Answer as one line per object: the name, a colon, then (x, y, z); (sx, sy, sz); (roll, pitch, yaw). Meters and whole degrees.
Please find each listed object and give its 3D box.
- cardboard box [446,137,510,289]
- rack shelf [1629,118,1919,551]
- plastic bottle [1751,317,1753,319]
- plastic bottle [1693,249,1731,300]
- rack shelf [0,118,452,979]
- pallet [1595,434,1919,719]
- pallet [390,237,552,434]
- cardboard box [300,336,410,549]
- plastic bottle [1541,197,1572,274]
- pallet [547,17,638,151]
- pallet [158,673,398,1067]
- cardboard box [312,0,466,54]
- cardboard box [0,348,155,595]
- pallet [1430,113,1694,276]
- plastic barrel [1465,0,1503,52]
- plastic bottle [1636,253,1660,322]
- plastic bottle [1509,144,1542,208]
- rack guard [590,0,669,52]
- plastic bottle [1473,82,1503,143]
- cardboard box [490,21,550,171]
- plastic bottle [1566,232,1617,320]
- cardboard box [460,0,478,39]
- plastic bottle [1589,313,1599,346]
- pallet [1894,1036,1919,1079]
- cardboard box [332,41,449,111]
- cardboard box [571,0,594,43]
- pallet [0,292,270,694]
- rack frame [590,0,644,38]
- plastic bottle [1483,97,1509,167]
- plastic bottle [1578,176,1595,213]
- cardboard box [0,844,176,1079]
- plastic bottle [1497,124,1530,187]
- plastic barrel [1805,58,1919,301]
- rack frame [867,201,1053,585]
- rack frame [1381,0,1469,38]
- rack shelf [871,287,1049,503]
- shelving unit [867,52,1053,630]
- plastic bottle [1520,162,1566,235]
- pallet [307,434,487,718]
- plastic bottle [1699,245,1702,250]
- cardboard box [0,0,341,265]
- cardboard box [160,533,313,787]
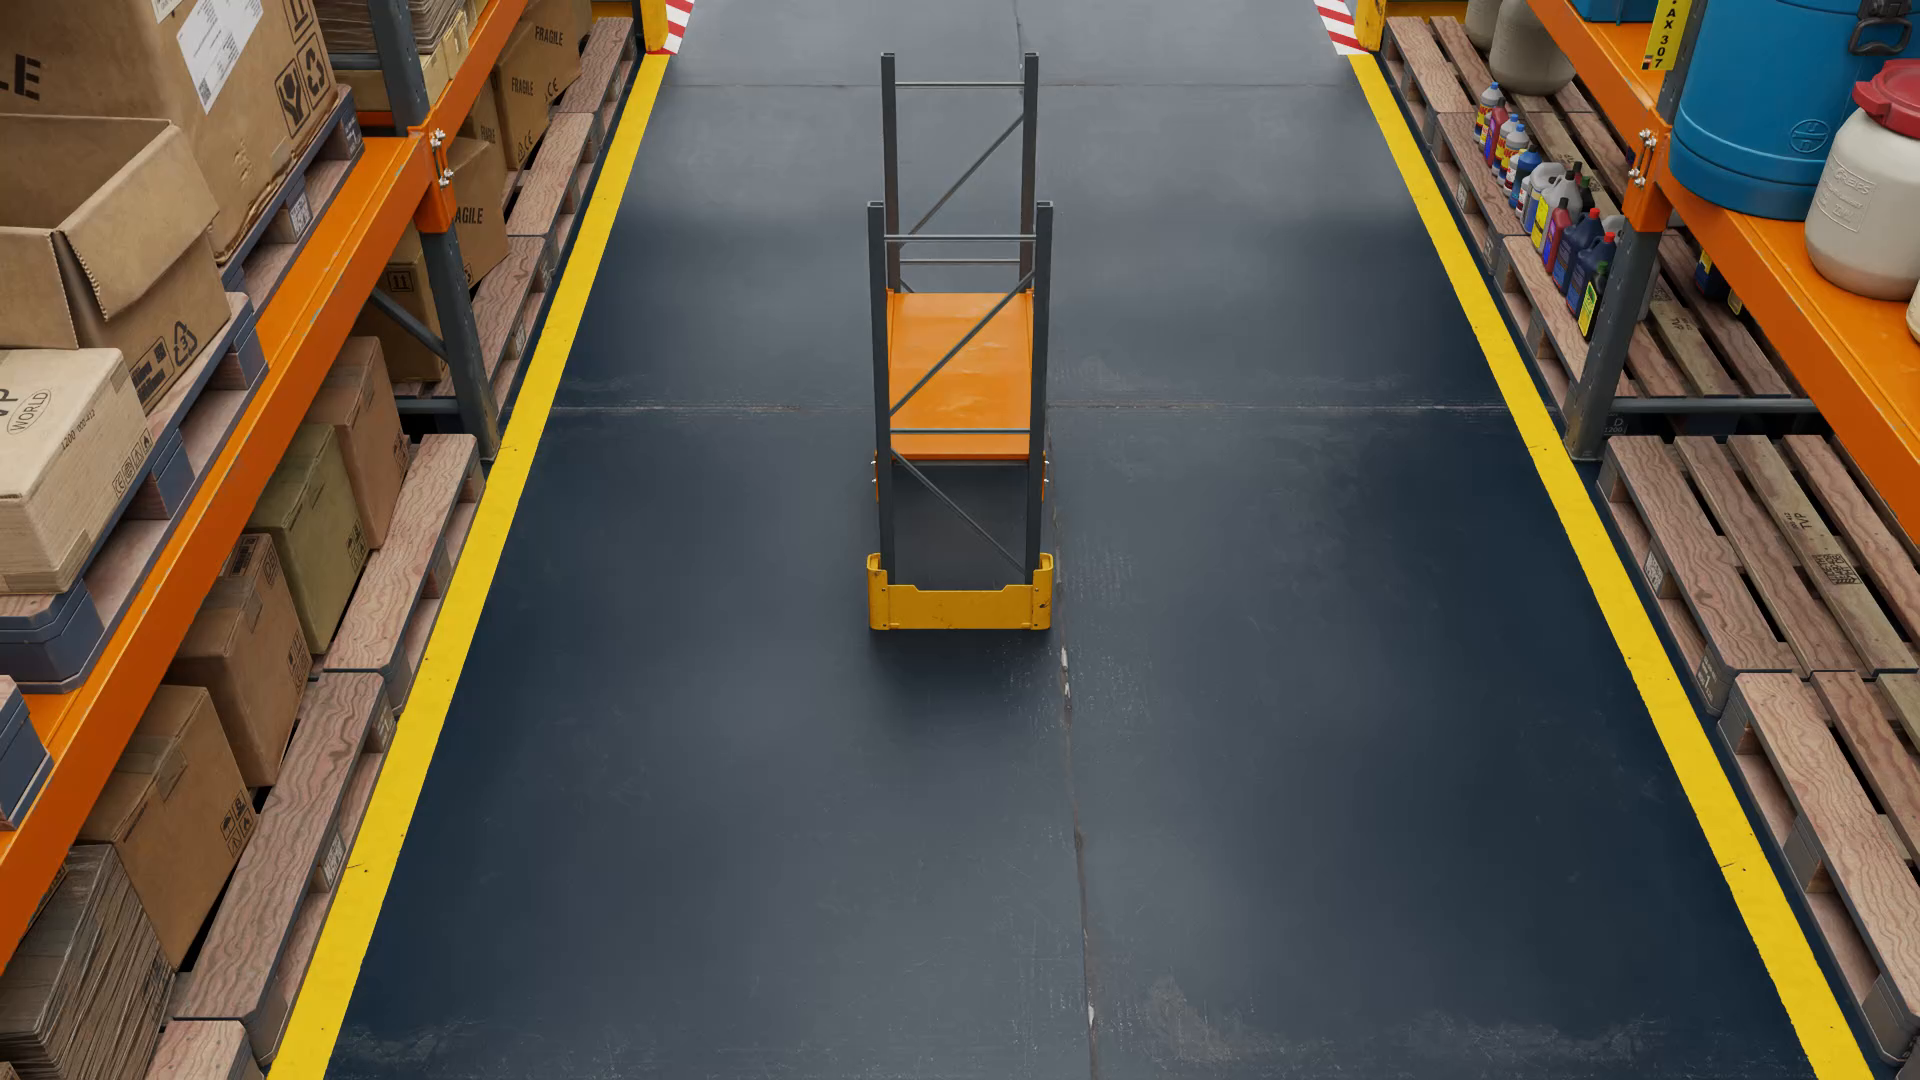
cardboard box: (-2.177, -1.287, 6.620); (0.500, 0.500, 0.500); (12, 40, 14)
rack shelf: (2.747, 0.038, 3.879); (1.077, 0.370, 4.000); (0, 39, 0)
plastic bottle: (3.155, -1.004, 6.430); (0.152, 0.276, 0.135); (1, 39, 2)
plastic bottle: (3.015, -1.136, 6.536); (0.144, 0.351, 0.185); (0, 39, 0)
rack shelf: (-2.206, 0.042, 3.875); (1.077, 0.370, 4.000); (0, 39, 0)
pallet: (2.784, 0.086, 5.474); (1.003, 0.211, 1.213); (0, 39, 0)
pallet: (-2.244, -0.822, 6.607); (1.003, 0.211, 1.213); (0, 39, 0)
cardboard box: (-2.229, -0.302, 5.375); (0.700, 0.500, 0.500); (-3, 39, -4)
plastic bottle: (2.414, -1.230, 6.706); (0.061, 0.283, 0.133); (2, 39, 3)
pallet: (-2.247, -2.348, 8.511); (1.003, 0.211, 1.213); (0, 39, 0)
pallet: (-2.202, 0.850, 4.521); (1.003, 0.211, 1.213); (0, 39, 0)
cardboard box: (-2.147, -1.926, 5.437); (0.875, 0.500, 0.500); (0, 39, 0)
cardboard box: (-1.976, -0.142, 3.313); (0.500, 0.250, 0.500); (-1, 39, -1)
pallet: (2.781, -1.590, 7.565); (1.003, 0.211, 1.213); (0, 39, 0)
plastic barrel: (2.817, -2.776, 8.469); (0.421, 0.512, 0.421); (0, 39, 0)
plastic bottle: (2.600, -1.034, 6.408); (0.144, 0.351, 0.185); (0, 39, 0)
plastic bottle: (2.431, -1.564, 7.133); (0.097, 0.271, 0.097); (0, 39, 0)
rack guard: (-2.213, -2.968, 9.054); (1.175, 0.500, 0.348); (0, 39, 0)
plastic bottle: (2.431, -1.968, 7.637); (0.097, 0.271, 0.097); (0, 39, 0)
cardboard box: (-2.212, -2.024, 7.540); (0.500, 0.500, 0.500); (3, 39, 4)
plastic bottle: (2.456, -1.034, 6.408); (0.144, 0.351, 0.185); (-1, 39, -1)
cardboard box: (-1.923, -1.839, 5.847); (0.380, 0.149, 0.250); (0, 39, 0)
plastic bottle: (2.433, -0.800, 6.235); (0.097, 0.201, 0.097); (0, 39, 0)
pallet: (2.787, 1.612, 3.570); (1.003, 0.211, 1.213); (0, 39, 0)
cardboard box: (-1.908, -1.526, 5.457); (0.380, 0.149, 0.250); (0, 39, 0)
cardboard box: (-2.229, -2.789, 8.495); (0.500, 0.500, 0.500); (7, 39, 8)
pallet: (-2.247, -0.151, 3.694); (1.003, 0.211, 1.213); (0, 39, 0)
rack frame: (-2.213, -3.991, 8.332); (1.000, 3.000, 0.127); (0, 39, 0)
plastic bottle: (2.413, -1.831, 7.456); (0.061, 0.283, 0.133); (1, 39, 1)
plastic bottle: (2.558, -1.346, 6.851); (0.061, 0.283, 0.133); (0, 39, 0)
cardboard box: (-2.238, 1.049, 3.689); (0.700, 0.500, 0.500); (-3, 39, -4)
plastic bottle: (2.431, -1.691, 7.291); (0.097, 0.271, 0.097); (0, 39, 0)
plastic barrel: (2.527, -0.948, 4.426); (0.433, 0.535, 0.433); (0, 39, 0)
rack frame: (0.000, -0.321, 4.951); (0.500, 1.500, 0.032); (0, 39, 0)
rack frame: (2.740, -3.995, 8.336); (1.000, 3.000, 0.127); (0, 39, 0)
rack shelf: (0.000, -0.498, 5.460); (0.538, 0.185, 1.000); (0, 39, 0)
shelving unit: (0.000, -0.633, 5.340); (0.587, 1.500, 1.083); (0, 39, 0)
plastic bottle: (2.459, -1.428, 6.960); (0.152, 0.276, 0.135); (1, 39, 1)
pallet: (-2.206, 0.085, 5.475); (1.003, 0.211, 1.213); (0, 39, 0)
plastic bottle: (3.121, -1.315, 6.823); (0.097, 0.271, 0.097); (0, 39, 0)
cardboard box: (-2.347, -1.391, 4.271); (1.000, 1.000, 1.000); (0, 39, 0)
cardboard box: (-2.246, 0.346, 4.567); (0.700, 0.500, 0.500); (-3, 39, -4)
